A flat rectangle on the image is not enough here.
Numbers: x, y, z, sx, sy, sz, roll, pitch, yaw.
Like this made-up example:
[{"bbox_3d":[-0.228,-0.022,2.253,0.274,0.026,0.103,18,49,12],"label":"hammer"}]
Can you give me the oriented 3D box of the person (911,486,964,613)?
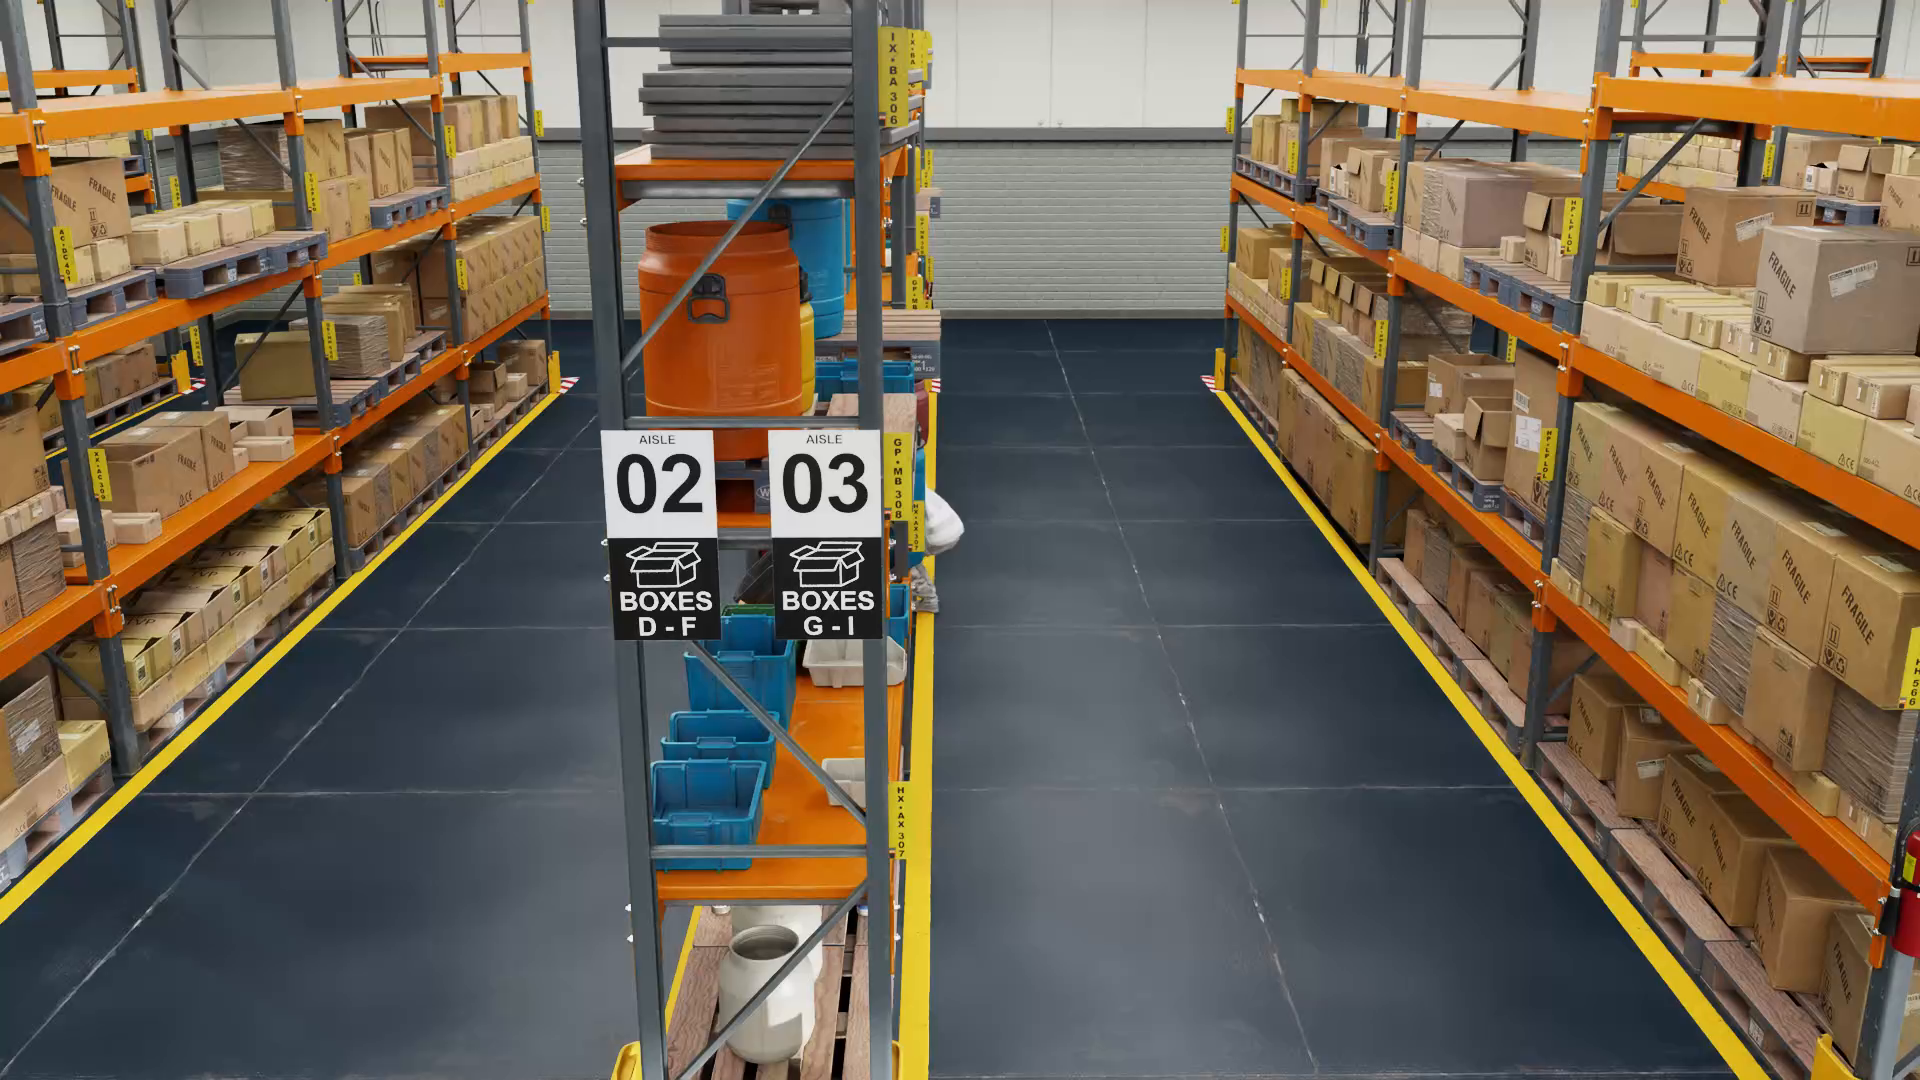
[{"bbox_3d":[-0.418,0.026,13.346,0.861,1.247,0.609,5,18,15],"label":"person"}]
